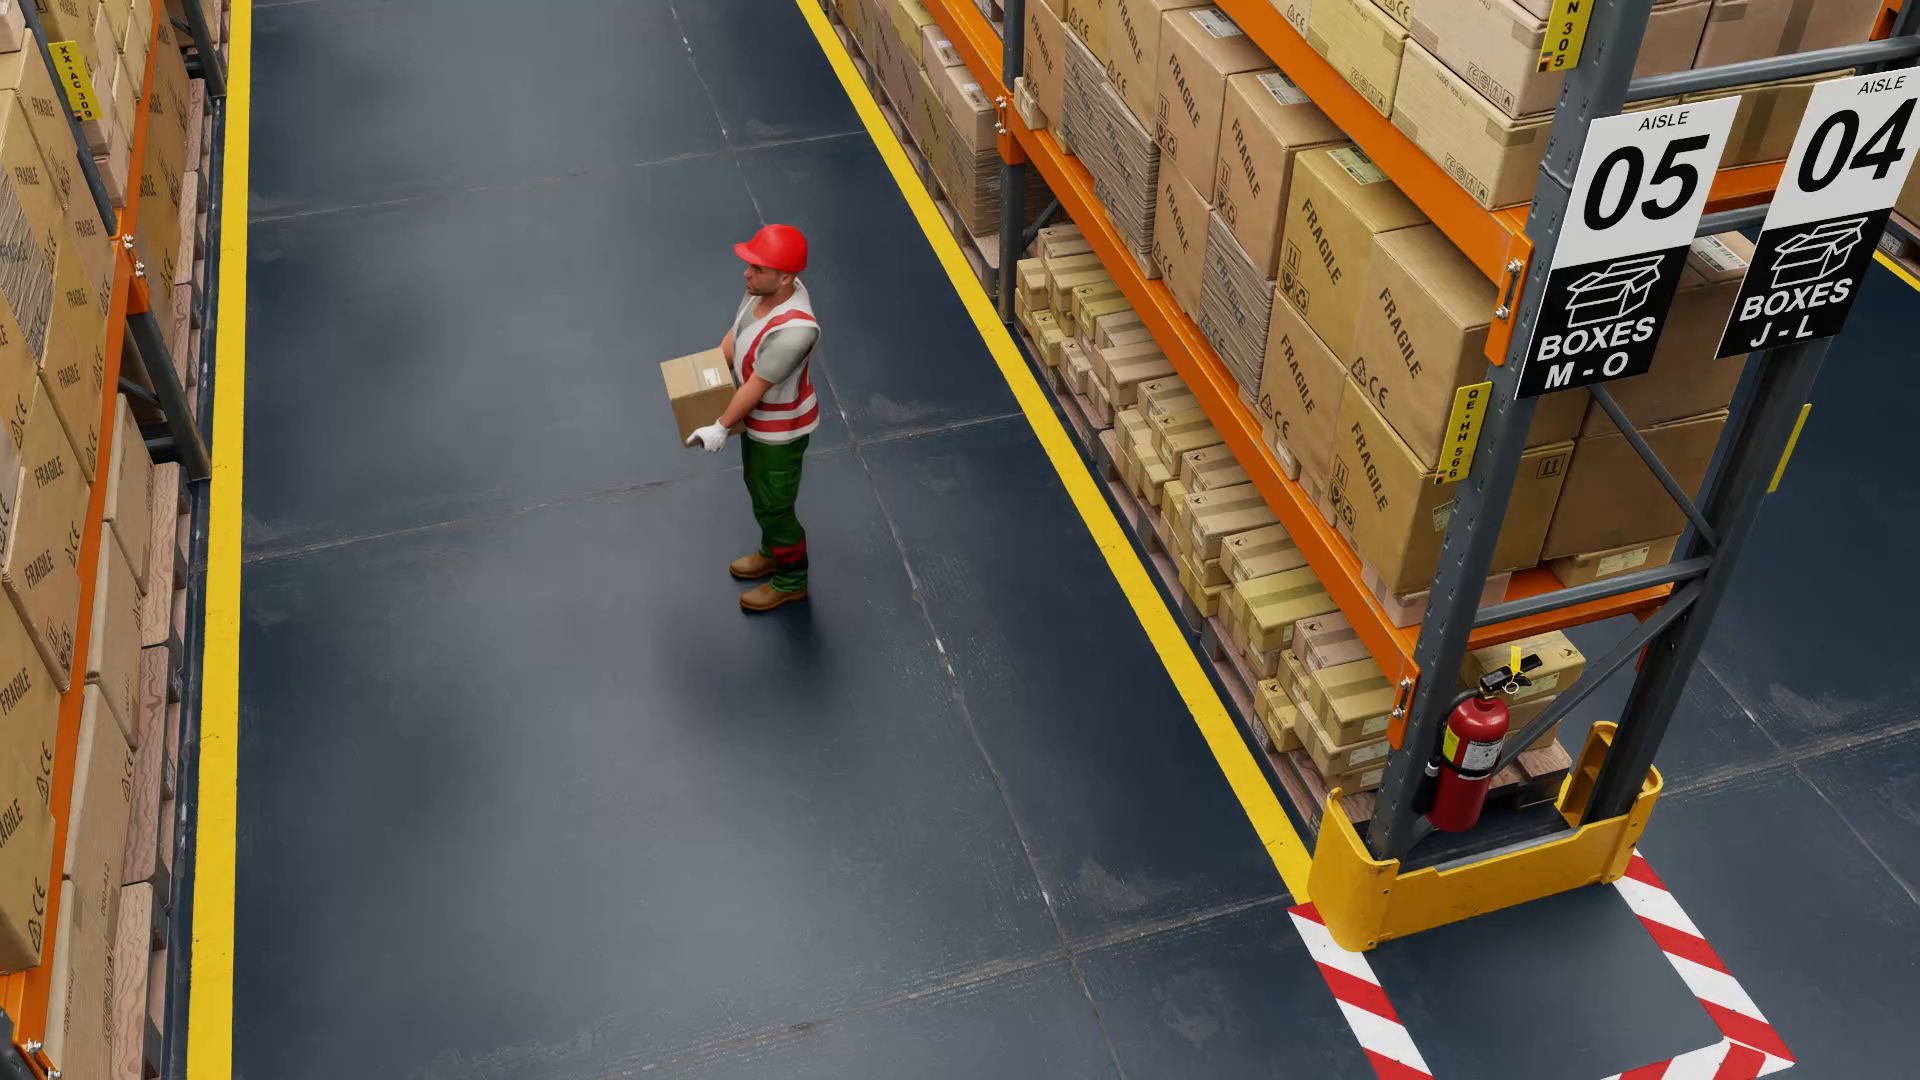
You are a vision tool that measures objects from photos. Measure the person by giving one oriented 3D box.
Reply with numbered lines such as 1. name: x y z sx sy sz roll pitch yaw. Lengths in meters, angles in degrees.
1. person: -0.831 -0.459 6.658 0.559 1.782 0.494 -11 43 -12
